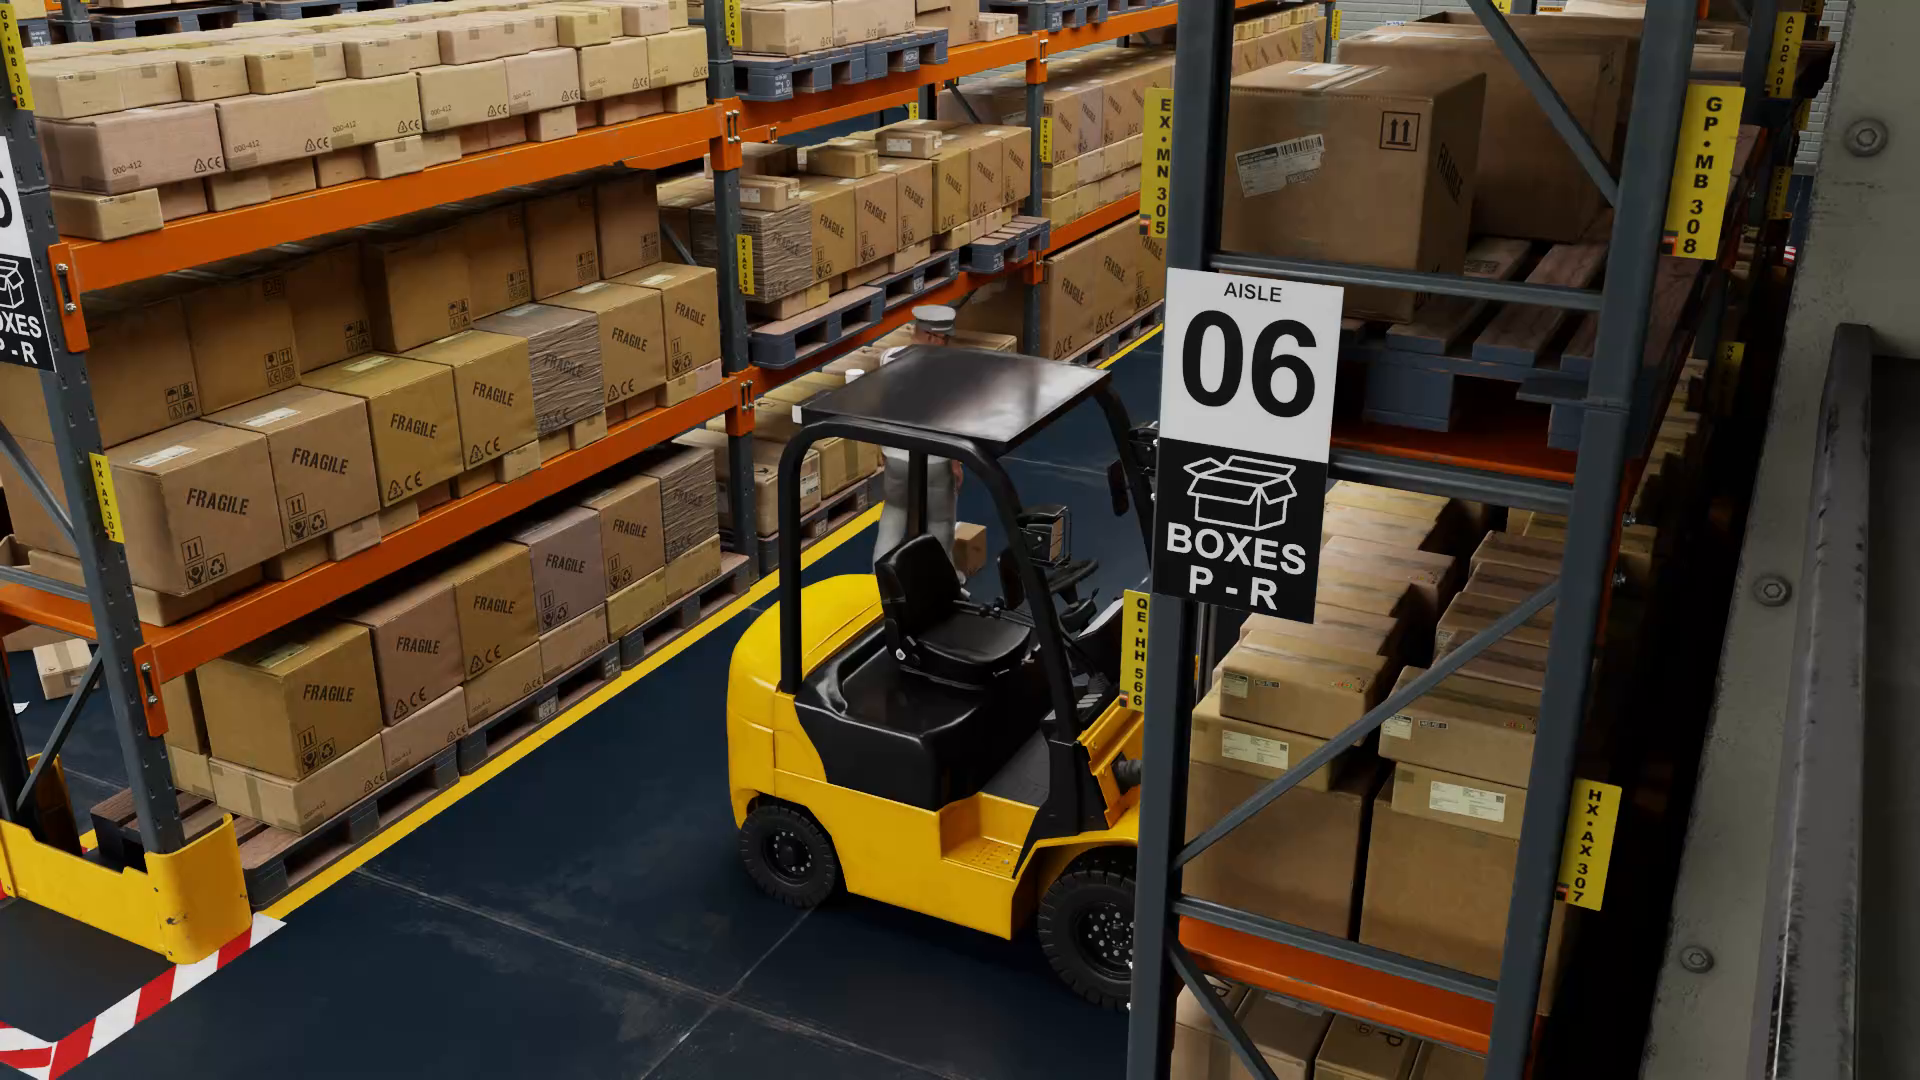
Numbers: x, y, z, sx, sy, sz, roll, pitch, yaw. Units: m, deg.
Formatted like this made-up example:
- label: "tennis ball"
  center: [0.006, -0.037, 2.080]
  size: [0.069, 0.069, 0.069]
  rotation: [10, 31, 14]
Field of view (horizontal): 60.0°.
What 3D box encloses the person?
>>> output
- label: "person"
  center: [-0.214, -0.468, 9.401]
  size: [0.572, 1.762, 0.661]
  rotation: [11, 25, 24]
